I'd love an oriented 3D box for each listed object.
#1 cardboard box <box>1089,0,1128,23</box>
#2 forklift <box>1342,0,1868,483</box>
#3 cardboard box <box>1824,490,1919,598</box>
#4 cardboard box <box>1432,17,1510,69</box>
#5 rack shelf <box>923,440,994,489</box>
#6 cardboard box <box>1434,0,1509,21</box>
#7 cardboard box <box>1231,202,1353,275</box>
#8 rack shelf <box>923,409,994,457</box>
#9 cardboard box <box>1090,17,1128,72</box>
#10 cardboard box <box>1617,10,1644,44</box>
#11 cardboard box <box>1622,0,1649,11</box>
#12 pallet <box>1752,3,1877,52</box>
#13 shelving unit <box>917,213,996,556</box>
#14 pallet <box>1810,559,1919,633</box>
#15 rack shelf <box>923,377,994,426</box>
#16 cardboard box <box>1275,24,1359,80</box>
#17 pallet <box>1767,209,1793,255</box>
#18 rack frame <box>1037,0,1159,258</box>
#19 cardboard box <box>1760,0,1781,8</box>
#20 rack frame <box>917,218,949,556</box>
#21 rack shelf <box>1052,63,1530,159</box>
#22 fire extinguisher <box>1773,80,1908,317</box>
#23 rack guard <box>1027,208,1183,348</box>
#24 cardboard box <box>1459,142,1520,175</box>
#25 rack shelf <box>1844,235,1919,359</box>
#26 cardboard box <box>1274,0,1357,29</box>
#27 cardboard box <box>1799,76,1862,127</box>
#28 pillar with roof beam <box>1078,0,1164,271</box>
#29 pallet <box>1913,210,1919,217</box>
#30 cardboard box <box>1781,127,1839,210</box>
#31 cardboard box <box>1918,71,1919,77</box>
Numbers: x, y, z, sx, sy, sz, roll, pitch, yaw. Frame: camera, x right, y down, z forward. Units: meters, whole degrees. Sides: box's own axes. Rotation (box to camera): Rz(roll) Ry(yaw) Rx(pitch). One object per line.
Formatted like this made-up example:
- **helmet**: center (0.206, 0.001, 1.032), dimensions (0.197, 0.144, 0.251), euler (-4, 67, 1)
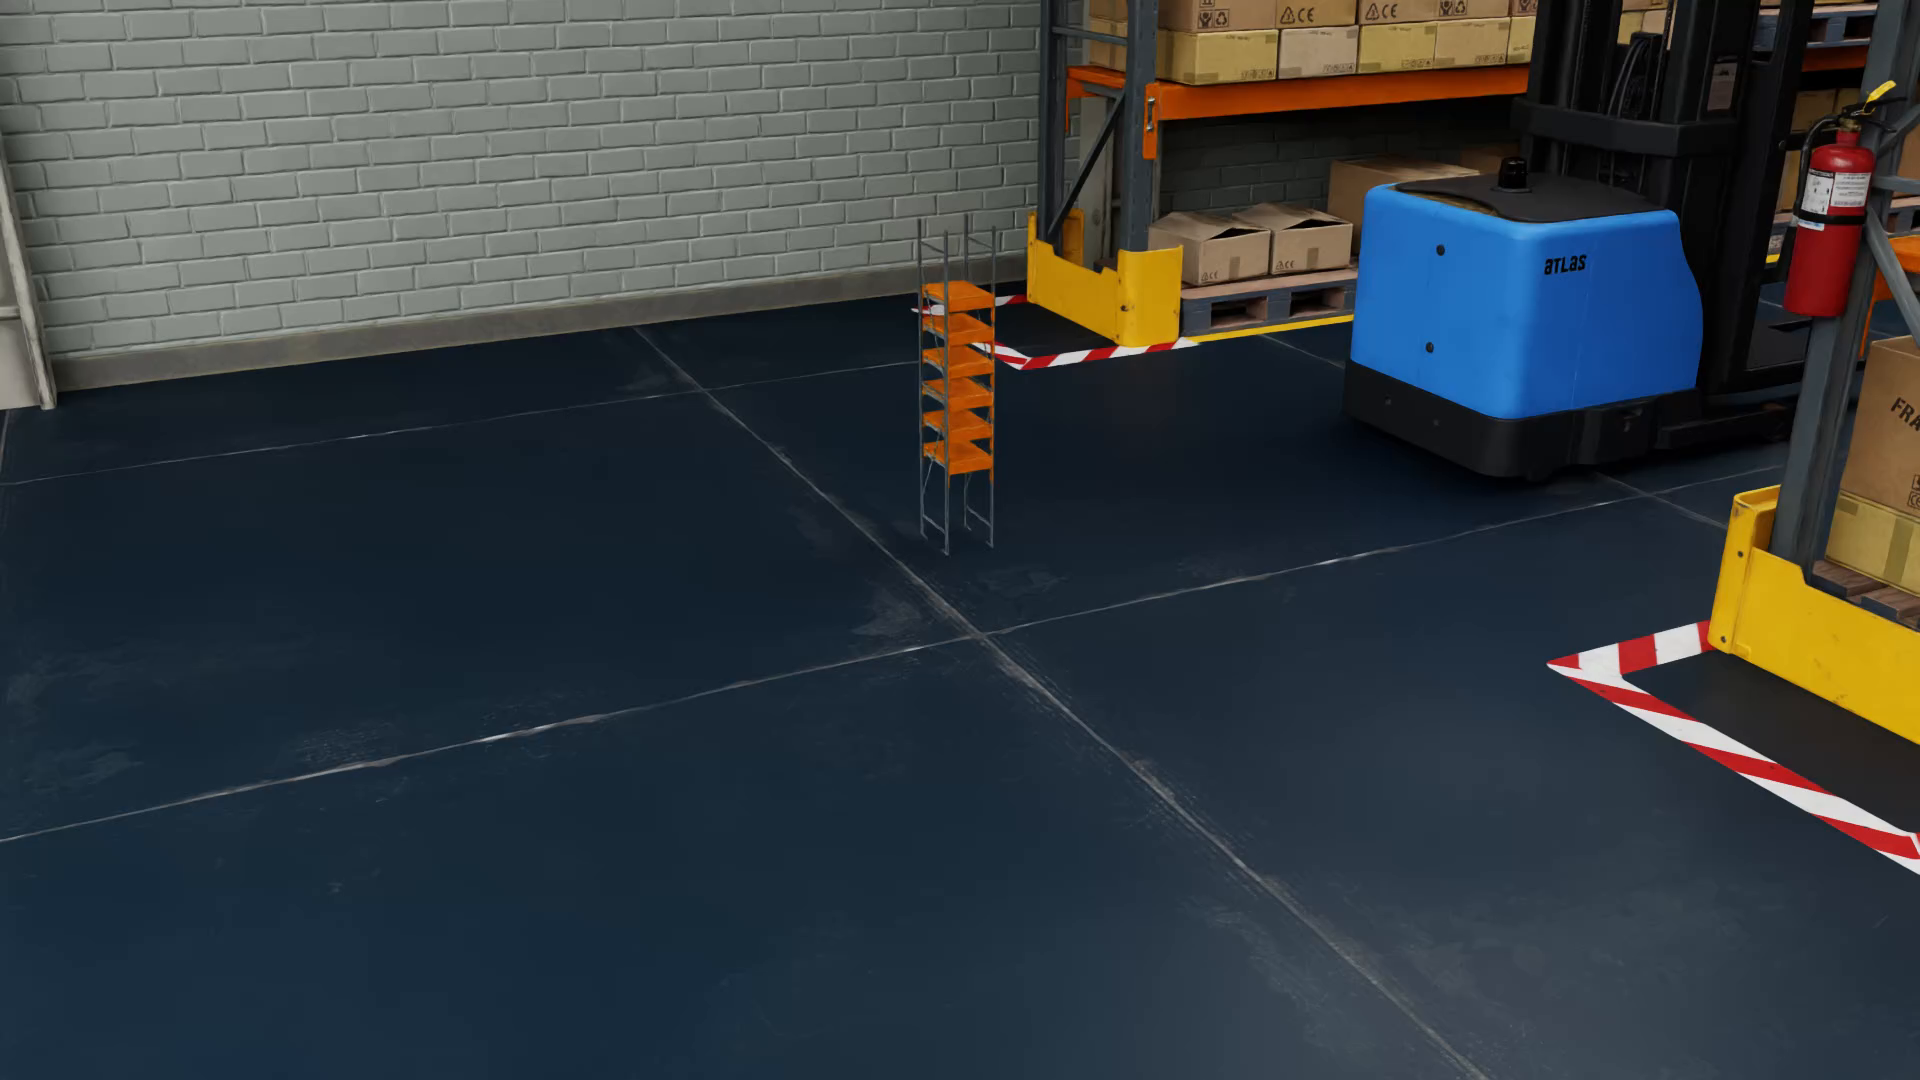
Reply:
- **cardboard box**: center (1.036, -3.036, 8.853), dimensions (0.500, 0.500, 0.500), euler (-11, 25, -24)
- **forklift**: center (3.271, -1.957, 7.145), dimensions (3.031, 2.935, 1.130), euler (-10, 25, -24)
- **cardboard box**: center (3.210, -0.006, 5.390), dimensions (0.500, 0.250, 0.500), euler (-10, 25, -24)
- **cardboard box**: center (2.660, -2.767, 9.182), dimensions (0.500, 0.250, 0.500), euler (-10, 25, -23)
- **rack shelf**: center (-0.013, -0.289, 6.124), dimensions (0.180, 0.103, 0.258), euler (-10, 25, -24)
- **cardboard box**: center (2.642, -3.112, 9.037), dimensions (0.500, 0.500, 0.500), euler (-10, 24, -22)
- **cardboard box**: center (1.879, -1.738, 9.467), dimensions (0.500, 0.311, 0.500), euler (-8, 24, -19)
- **rack shelf**: center (-0.013, -0.400, 6.078), dimensions (0.180, 0.103, 0.258), euler (-10, 25, -24)
- **cardboard box**: center (1.040, -2.683, 8.979), dimensions (0.500, 0.250, 0.500), euler (-10, 25, -23)
- **cardboard box**: center (3.560, -2.939, 9.599), dimensions (0.500, 0.250, 0.500), euler (-10, 25, -23)
- **cardboard box**: center (3.568, -3.279, 9.438), dimensions (0.500, 0.500, 0.500), euler (-11, 25, -24)
- **pallet**: center (5.059, -3.250, 10.430), dimensions (1.213, 0.211, 1.003), euler (-10, 25, -24)
- **shelving unit**: center (-0.013, -0.552, 6.015), dimensions (0.189, 1.200, 0.258), euler (-10, 25, -24)
- **pallet**: center (3.526, 0.255, 5.358), dimensions (1.213, 0.211, 1.003), euler (-10, 25, -24)
- **rack shelf**: center (-0.013, -0.511, 6.032), dimensions (0.180, 0.103, 0.258), euler (-10, 25, -24)
- **cardboard box**: center (1.742, -2.601, 8.782), dimensions (0.500, 0.250, 0.500), euler (-11, 25, -25)
- **pallet**: center (5.008, -2.103, 11.055), dimensions (1.213, 0.211, 1.003), euler (-10, 25, -24)
- **rack frame**: center (0.703, -2.599, 8.606), dimensions (0.127, 3.000, 1.000), euler (-10, 25, -24)
- **cardboard box**: center (4.781, -3.584, 10.281), dimensions (0.500, 0.500, 0.700), euler (-10, 25, -23)
- **rack frame**: center (-0.095, -0.537, 5.978), dimensions (0.006, 1.200, 0.240), euler (-10, 25, -24)
- **rack shelf**: center (2.505, -2.598, 9.545), dimensions (4.000, 0.370, 1.077), euler (-10, 25, -24)
- **fire extinguisher**: center (2.547, -0.997, 4.837), dimensions (0.183, 0.674, 0.296), euler (-10, 25, -24)
- **rack guard**: center (0.772, -1.456, 9.114), dimensions (0.348, 0.500, 1.175), euler (-10, 25, -24)
- **cardboard box**: center (3.390, -2.124, 10.153), dimensions (0.500, 0.500, 0.500), euler (-12, 26, -28)
- **rack shelf**: center (4.657, -0.891, 5.422), dimensions (4.000, 0.370, 1.077), euler (-10, 25, -24)
- **cardboard box**: center (1.713, -2.939, 8.618), dimensions (0.500, 0.500, 0.500), euler (-10, 25, -23)
- **cardboard box**: center (5.826, -2.947, 11.159), dimensions (0.500, 0.250, 0.500), euler (-11, 25, -25)
- **pillar with roof beam**: center (2.826, -4.301, 4.875), dimensions (0.400, 9.000, 9.100), euler (-10, 25, -24)
- **pallet**: center (7.207, -2.508, 12.033), dimensions (1.213, 0.211, 1.003), euler (-10, 25, -24)
- **cardboard box**: center (5.407, -2.541, 11.160), dimensions (0.500, 0.500, 0.700), euler (-11, 25, -25)
- **cardboard box**: center (6.745, -3.110, 11.554), dimensions (0.500, 0.250, 0.500), euler (-10, 24, -23)
